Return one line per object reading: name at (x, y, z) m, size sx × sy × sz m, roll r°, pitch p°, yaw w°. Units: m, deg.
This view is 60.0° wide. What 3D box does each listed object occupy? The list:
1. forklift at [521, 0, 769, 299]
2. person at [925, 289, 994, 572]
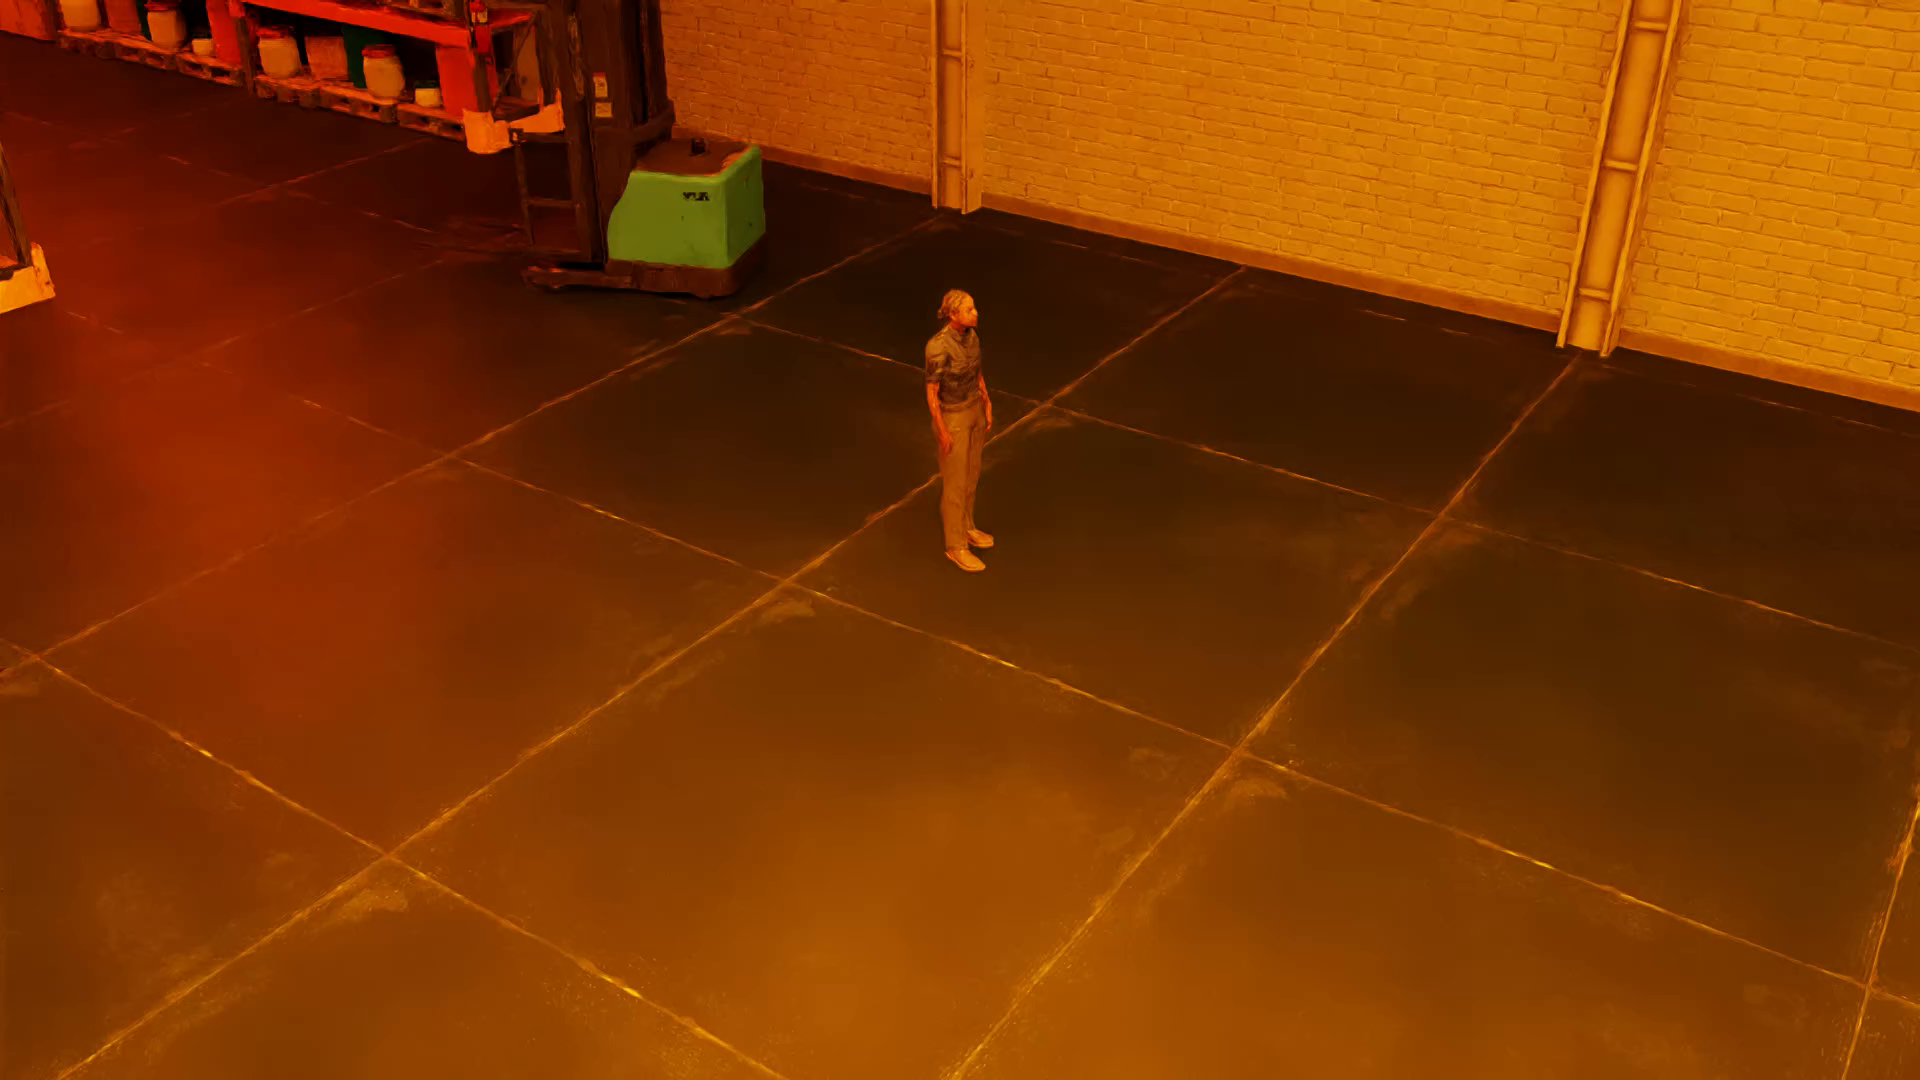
forklift at (-3.257, -3.666, 13.895) m, size 3.031 × 2.935 × 1.130 m, roll 7°, pitch 31°, yaw 12°
person at (0.062, -0.689, 10.025) m, size 0.503 × 1.654 × 0.570 m, roll 19°, pitch 35°, yaw 29°
